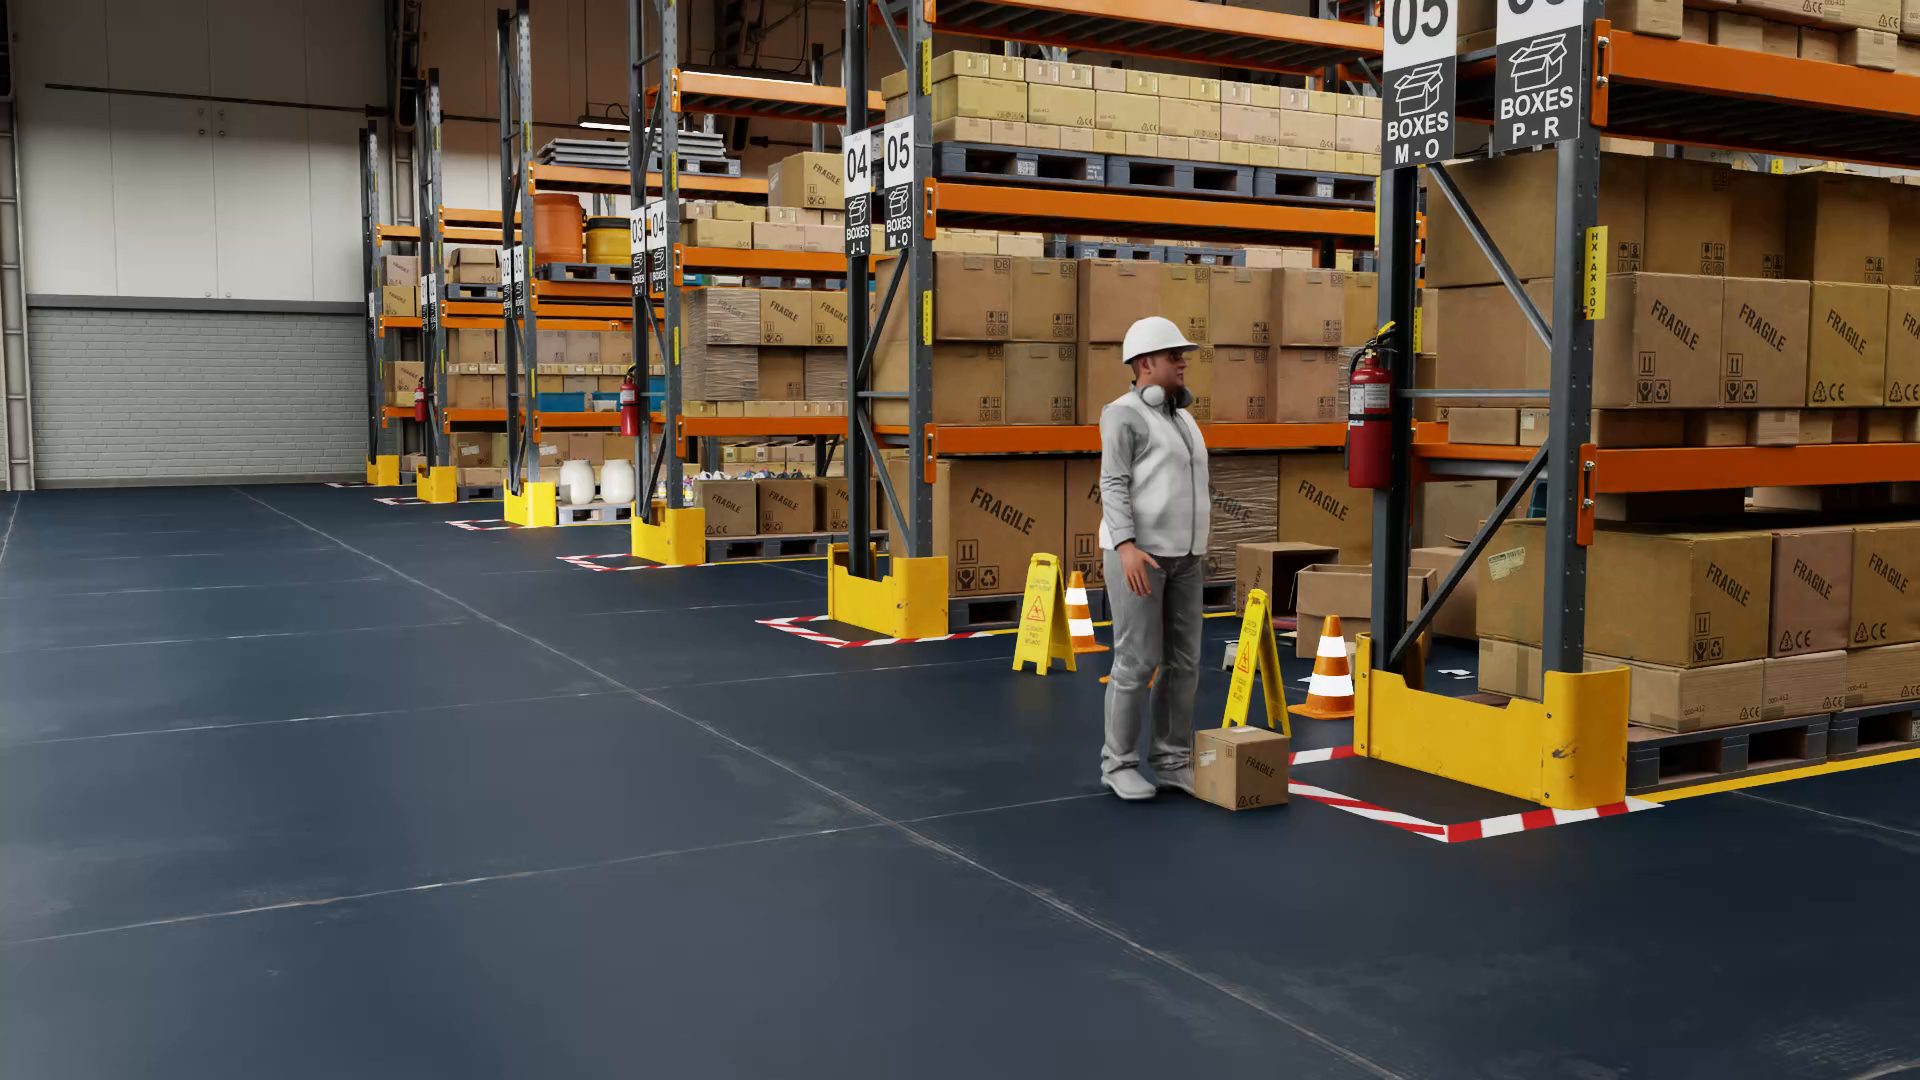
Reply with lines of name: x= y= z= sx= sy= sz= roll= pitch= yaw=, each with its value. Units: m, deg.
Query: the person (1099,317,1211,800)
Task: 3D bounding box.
person: x=0.747 y=0.067 z=6.191 sx=0.447 sy=1.789 sz=0.616 roll=5 pitch=7 yaw=43
